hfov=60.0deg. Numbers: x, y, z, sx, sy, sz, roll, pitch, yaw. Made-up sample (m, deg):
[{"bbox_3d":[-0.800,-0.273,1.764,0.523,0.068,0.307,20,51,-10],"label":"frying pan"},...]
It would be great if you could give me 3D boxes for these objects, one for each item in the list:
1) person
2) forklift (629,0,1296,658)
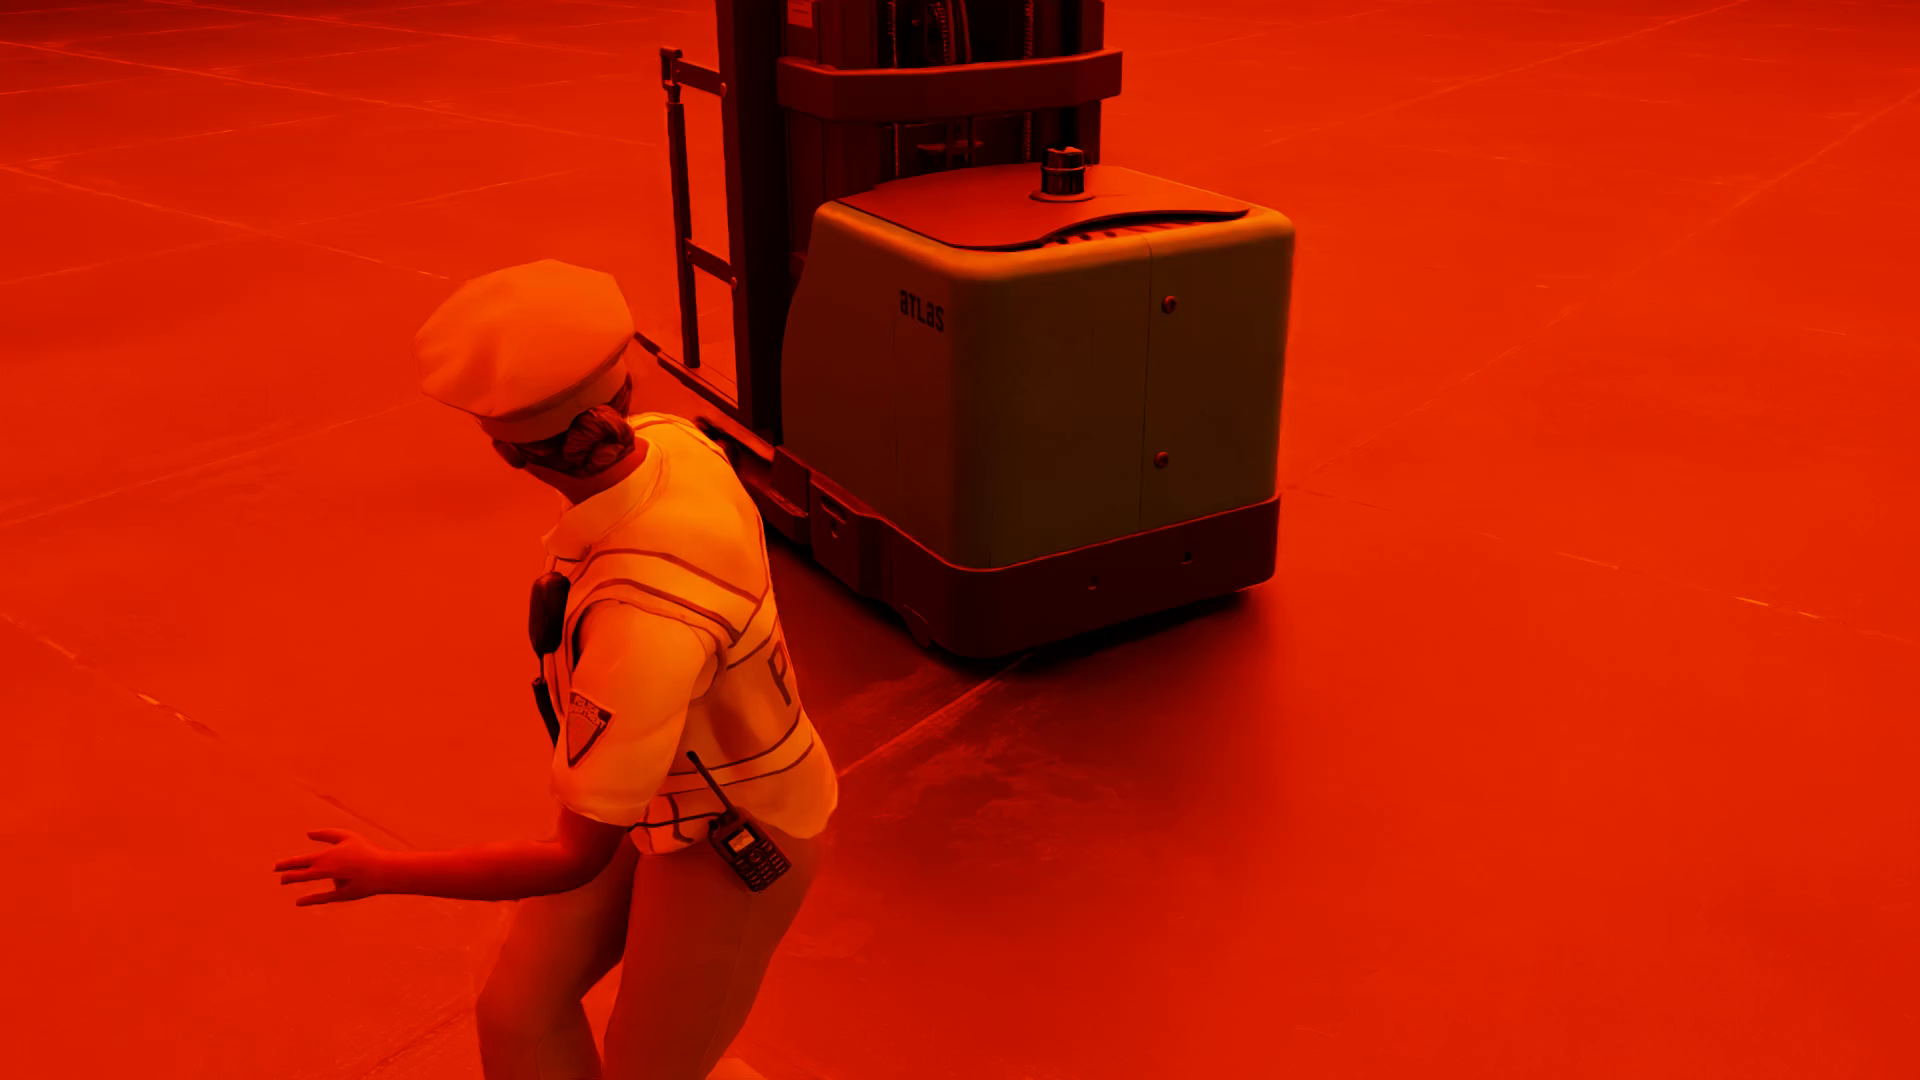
[{"bbox_3d":[-0.532,0.370,2.252,0.754,1.534,0.693,-13,27,-27],"label":"person"},{"bbox_3d":[-0.311,-1.591,5.000,1.130,2.935,3.031,-13,27,-28],"label":"forklift"}]
